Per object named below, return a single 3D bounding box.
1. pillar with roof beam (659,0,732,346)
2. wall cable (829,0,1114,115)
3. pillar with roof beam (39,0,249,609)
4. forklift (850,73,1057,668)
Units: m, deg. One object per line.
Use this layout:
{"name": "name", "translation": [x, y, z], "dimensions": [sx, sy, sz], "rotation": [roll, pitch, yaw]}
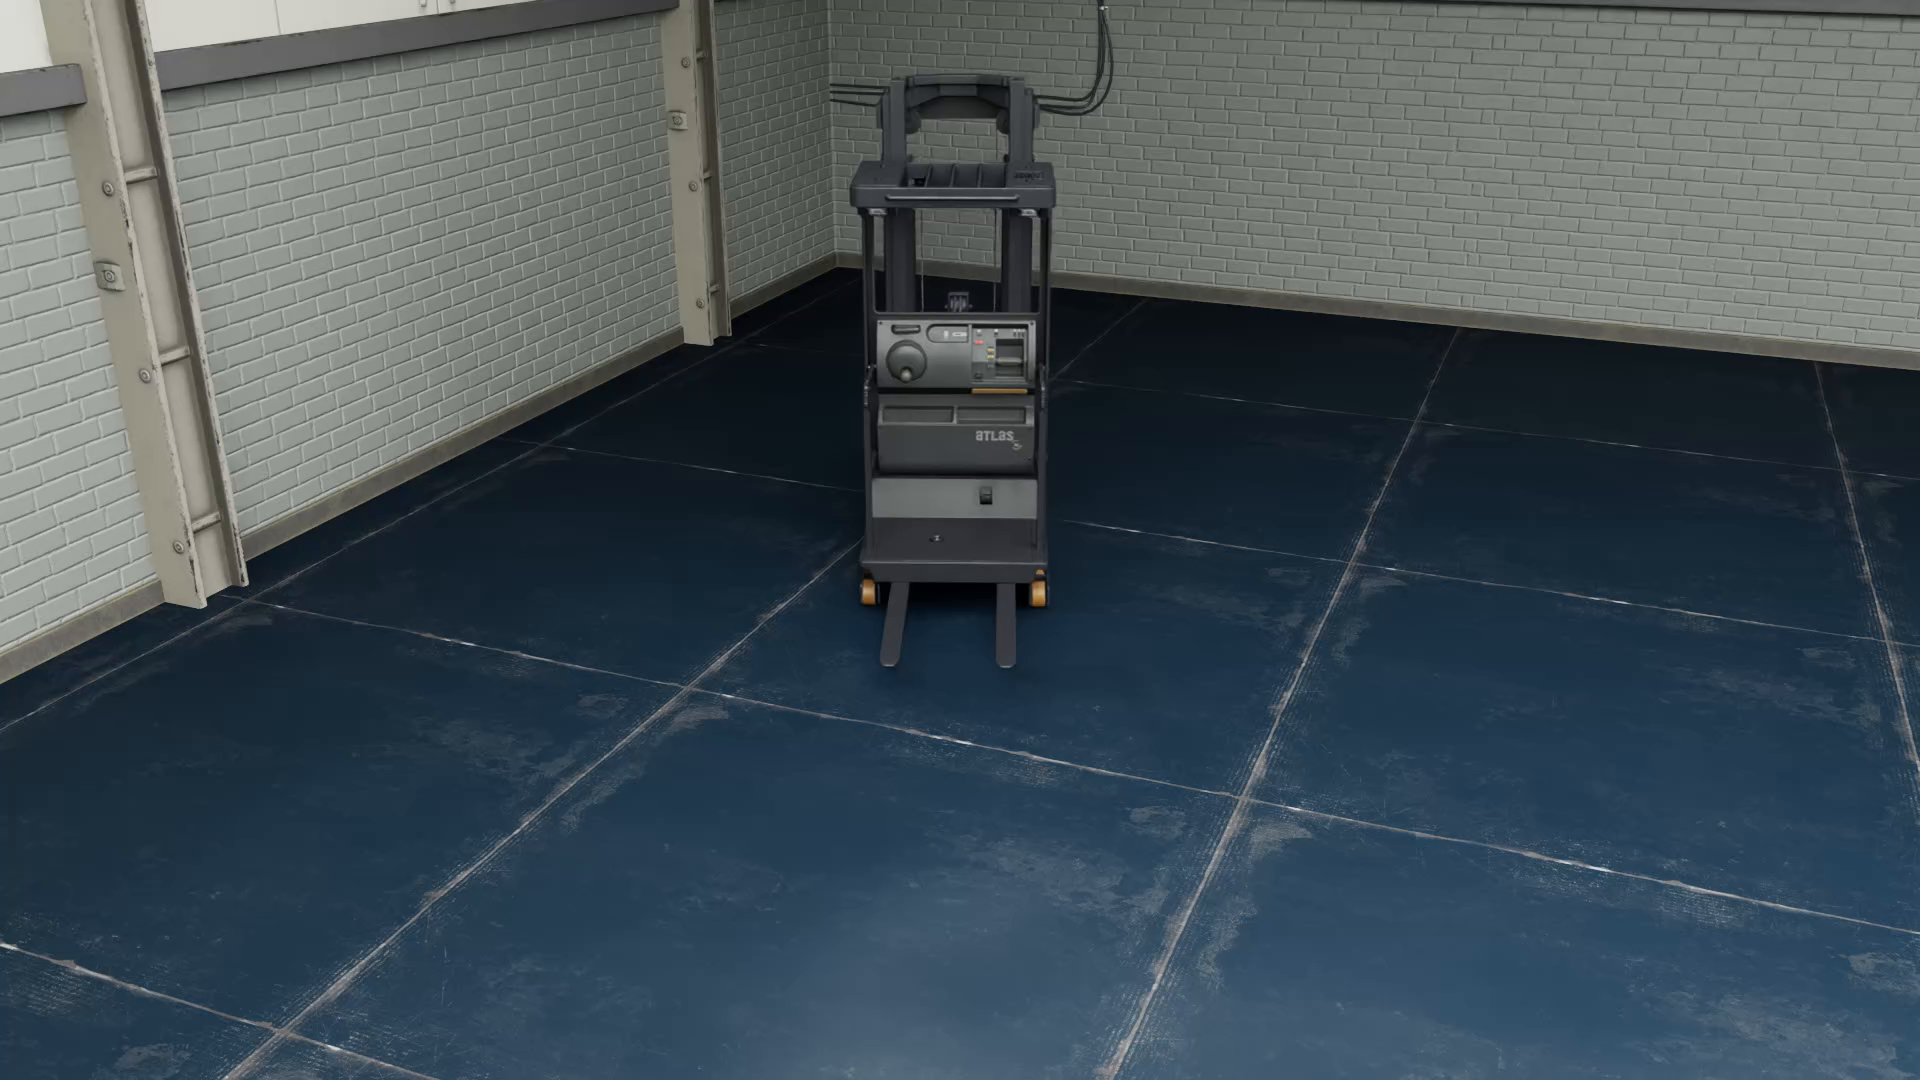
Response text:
{"name": "pillar with roof beam", "translation": [1.691, -5.370, 11.932], "dimensions": [9.100, 9.000, 0.400], "rotation": [9, 24, 20]}
{"name": "wall cable", "translation": [0.016, -5.419, 16.076], "dimensions": [3.097, 2.526, 0.112], "rotation": [9, 24, 20]}
{"name": "pillar with roof beam", "translation": [-0.538, -3.223, 6.791], "dimensions": [9.100, 9.000, 0.400], "rotation": [9, 24, 20]}
{"name": "forklift", "translation": [-0.025, -1.076, 9.522], "dimensions": [1.130, 2.935, 3.031], "rotation": [1, 23, 1]}
